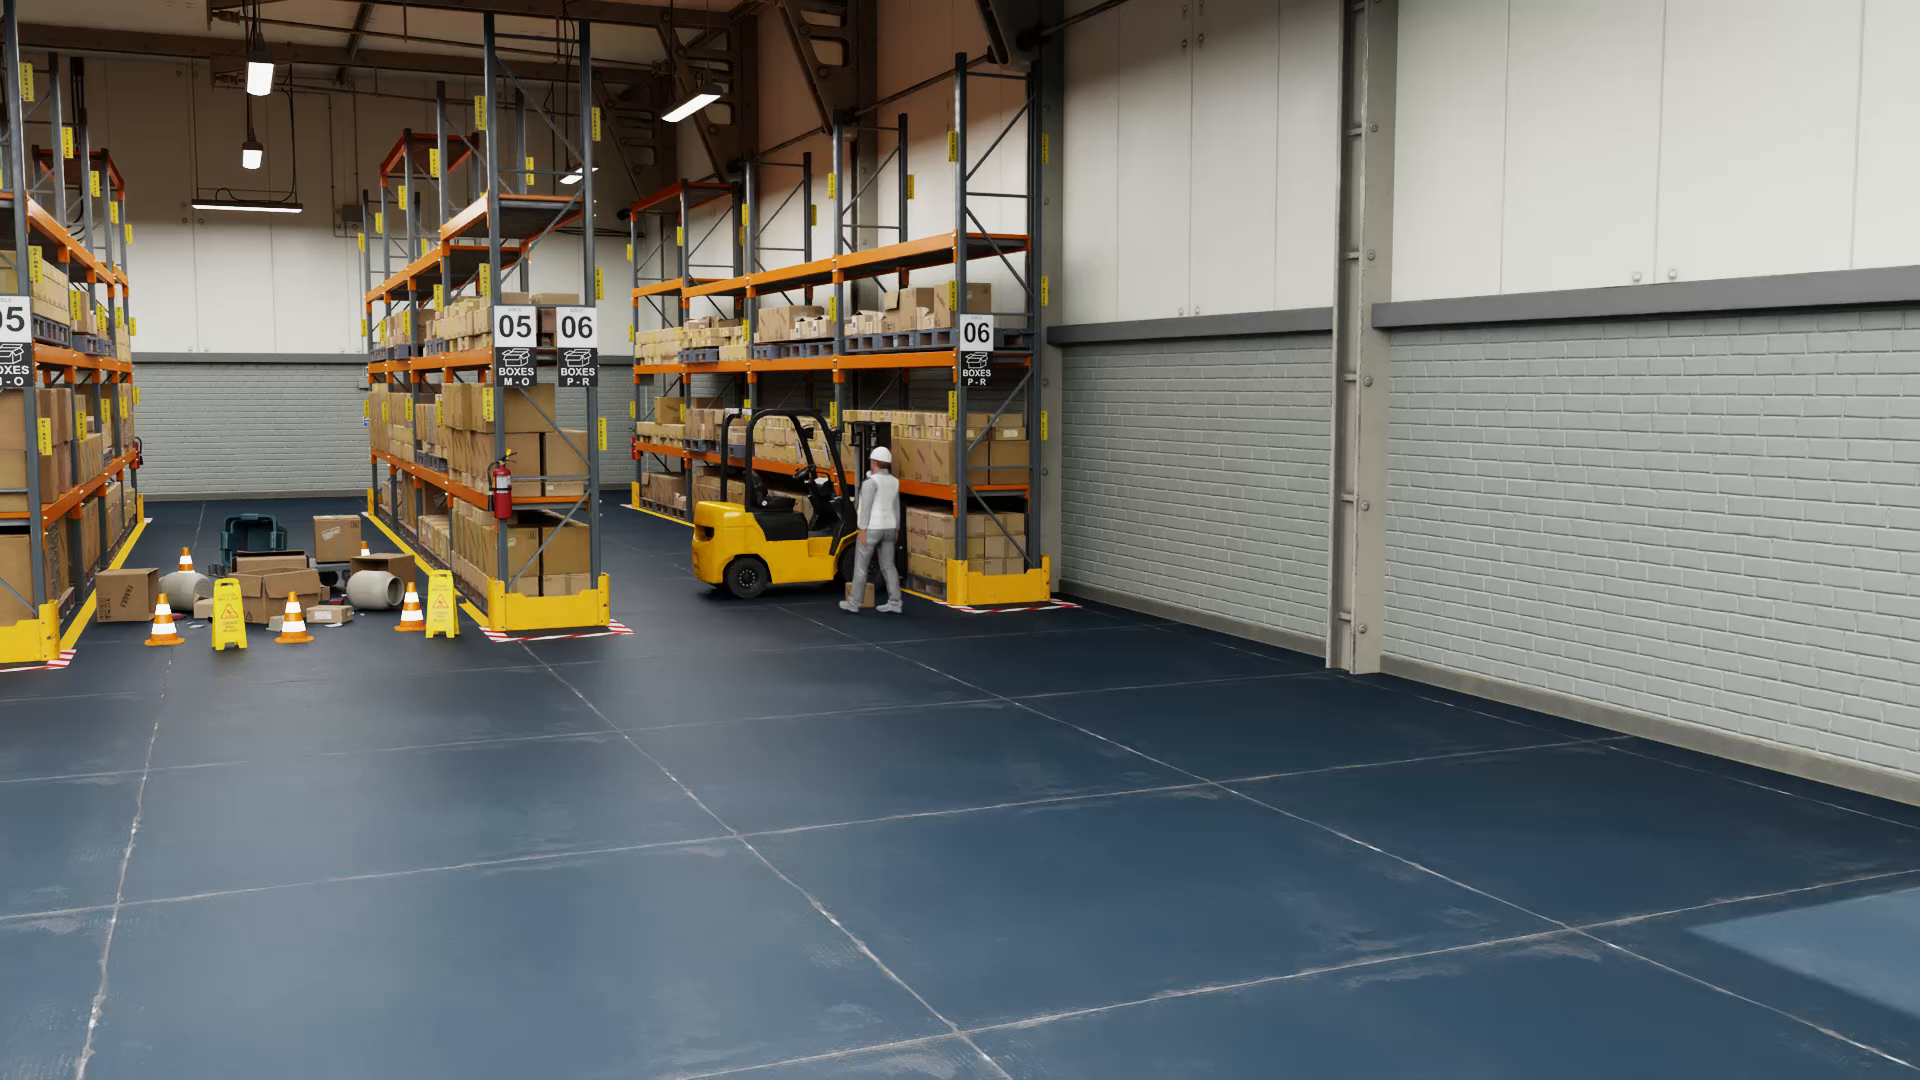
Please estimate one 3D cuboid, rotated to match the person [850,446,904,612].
[{"bbox_3d":[-0.938,-0.111,17.826,0.560,1.786,0.567,-3,6,-32],"label":"person"}]
